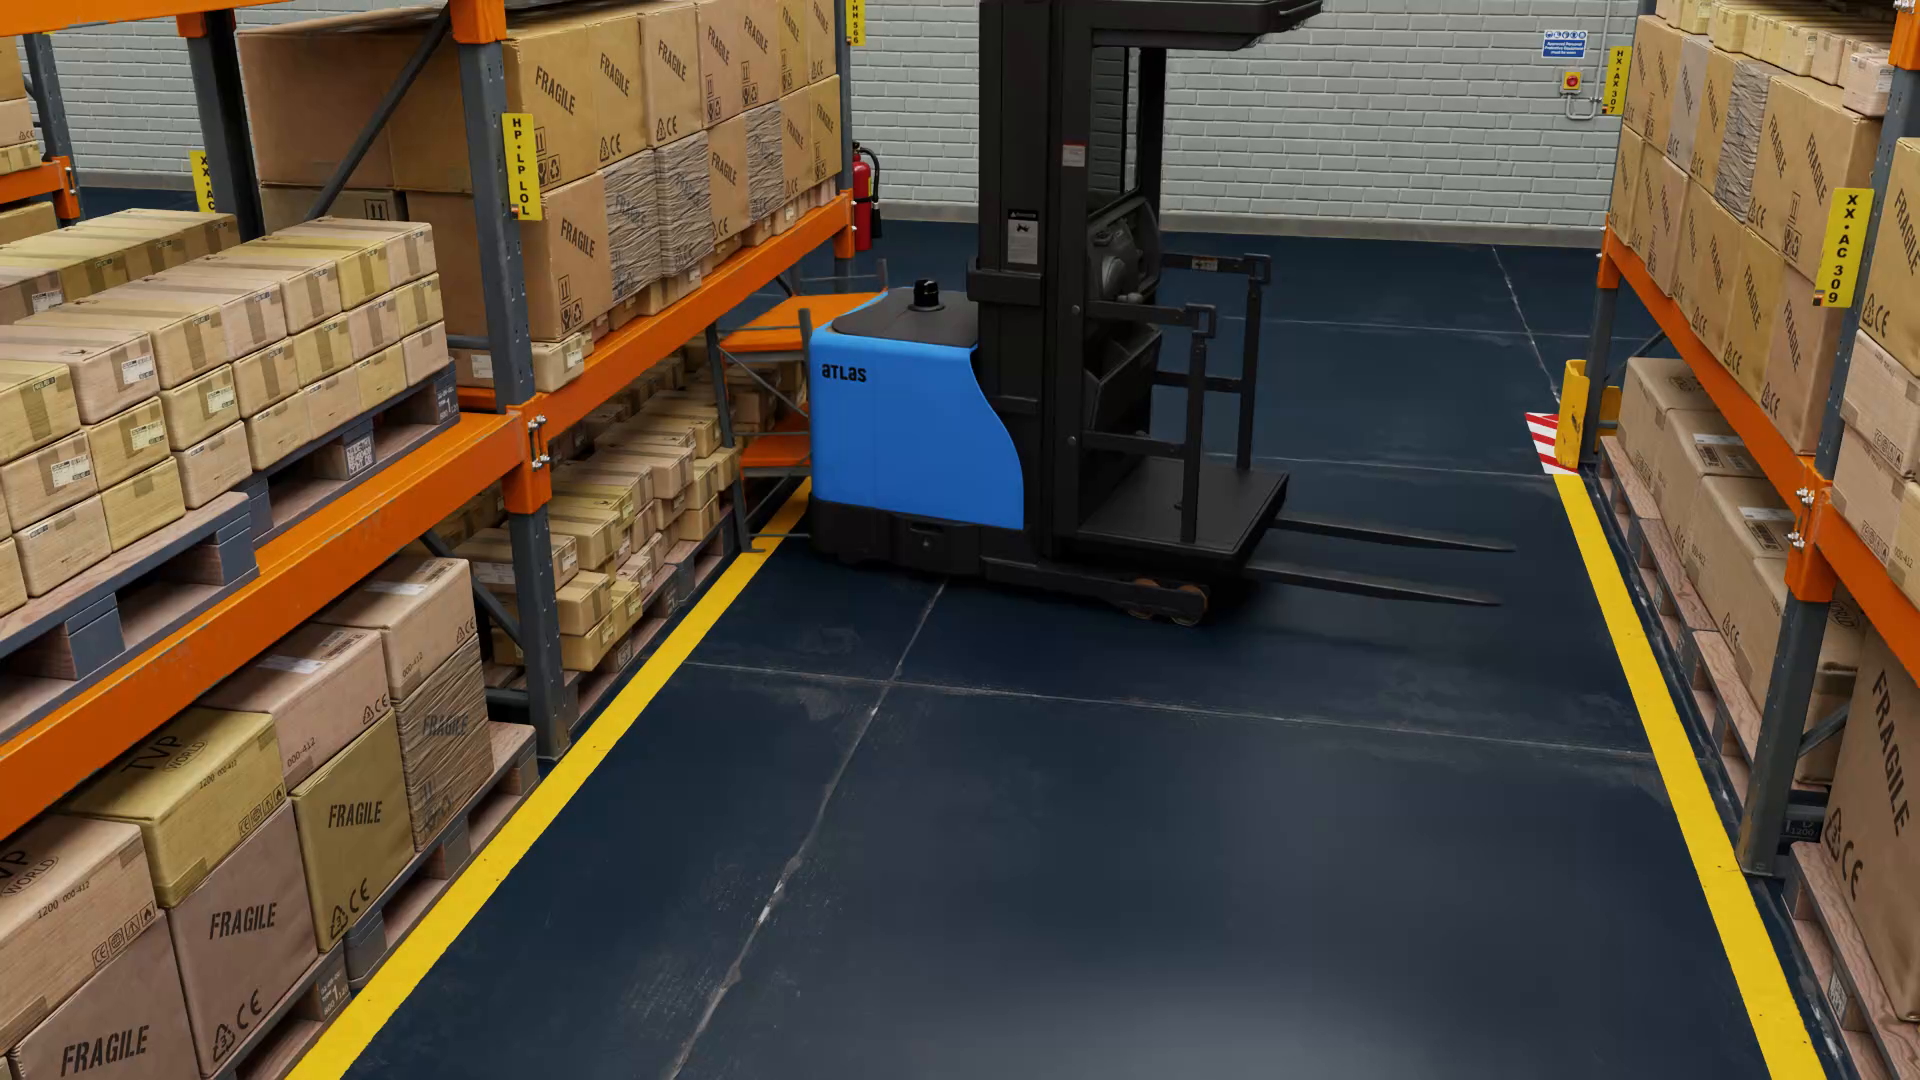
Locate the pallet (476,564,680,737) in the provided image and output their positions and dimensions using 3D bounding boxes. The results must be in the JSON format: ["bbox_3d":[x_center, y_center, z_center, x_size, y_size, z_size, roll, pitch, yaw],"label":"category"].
[{"bbox_3d":[-1.800,0.385,6.615,1.003,0.211,1.213,4,22,11],"label":"pallet"}]

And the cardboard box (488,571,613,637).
[{"bbox_3d":[-1.515,0.221,6.144,0.380,0.149,0.250,5,23,13],"label":"cardboard box"}]

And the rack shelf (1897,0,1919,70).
[{"bbox_3d":[2.556,-0.646,2.390,1.077,0.370,4.000,4,22,11],"label":"rack shelf"}]

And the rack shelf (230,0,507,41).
[{"bbox_3d":[-1.495,-2.449,6.867,1.077,0.370,4.000,4,22,11],"label":"rack shelf"}]

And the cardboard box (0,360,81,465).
[{"bbox_3d":[-2.114,-0.277,3.505,0.380,0.149,0.250,4,22,10],"label":"cardboard box"}]

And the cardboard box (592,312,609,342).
[{"bbox_3d":[-1.542,-0.824,6.220,0.380,0.149,0.250,3,22,9],"label":"cardboard box"}]

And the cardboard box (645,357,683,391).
[{"bbox_3d":[-1.611,-0.816,8.323,0.380,0.149,0.250,3,22,8],"label":"cardboard box"}]

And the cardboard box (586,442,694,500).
[{"bbox_3d":[-1.349,-0.295,7.029,0.380,0.149,0.250,5,22,12],"label":"cardboard box"}]

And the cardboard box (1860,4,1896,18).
[{"bbox_3d":[3.696,-1.976,6.405,0.380,0.149,0.250,5,22,12],"label":"cardboard box"}]

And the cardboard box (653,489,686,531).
[{"bbox_3d":[-1.400,-0.167,7.109,0.380,0.149,0.250,6,23,13],"label":"cardboard box"}]

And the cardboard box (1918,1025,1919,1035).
[{"bbox_3d":[2.739,1.035,3.551,0.875,0.875,0.875,5,22,12],"label":"cardboard box"}]

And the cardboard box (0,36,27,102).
[{"bbox_3d":[-5.764,-2.756,9.480,0.500,0.500,0.500,5,22,12],"label":"cardboard box"}]

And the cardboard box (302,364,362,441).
[{"bbox_3d":[-1.895,-0.392,4.586,0.380,0.149,0.250,4,22,11],"label":"cardboard box"}]

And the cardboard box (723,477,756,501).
[{"bbox_3d":[-1.185,-0.307,7.855,0.380,0.149,0.250,5,22,12],"label":"cardboard box"}]

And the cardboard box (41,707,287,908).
[{"bbox_3d":[-2.019,0.630,4.055,0.500,0.250,0.500,3,22,9],"label":"cardboard box"}]

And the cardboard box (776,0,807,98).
[{"bbox_3d":[-1.040,-2.399,7.926,0.500,0.500,0.500,4,22,9],"label":"cardboard box"}]

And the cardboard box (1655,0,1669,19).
[{"bbox_3d":[3.437,-2.485,7.668,0.380,0.149,0.250,5,22,12],"label":"cardboard box"}]

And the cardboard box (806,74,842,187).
[{"bbox_3d":[-0.926,-2.123,8.579,0.500,0.500,0.500,5,22,12],"label":"cardboard box"}]

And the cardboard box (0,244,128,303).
[{"bbox_3d":[-2.539,-0.709,4.577,0.380,0.149,0.250,5,22,11],"label":"cardboard box"}]

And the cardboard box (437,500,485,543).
[{"bbox_3d":[-2.072,-0.055,6.432,0.380,0.149,0.250,5,22,12],"label":"cardboard box"}]

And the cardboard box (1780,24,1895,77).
[{"bbox_3d":[2.986,-1.634,5.556,0.380,0.149,0.250,4,22,11],"label":"cardboard box"}]

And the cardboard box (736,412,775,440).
[{"bbox_3d":[-1.112,-0.538,8.030,0.380,0.149,0.250,5,22,12],"label":"cardboard box"}]

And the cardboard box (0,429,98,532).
[{"bbox_3d":[-2.111,-0.145,3.574,0.380,0.149,0.250,5,23,13],"label":"cardboard box"}]

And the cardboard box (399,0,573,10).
[{"bbox_3d":[-1.853,-1.876,6.627,0.500,0.500,0.500,5,22,12],"label":"cardboard box"}]

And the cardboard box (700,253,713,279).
[{"bbox_3d":[-1.294,-1.209,7.177,0.380,0.149,0.250,5,23,13],"label":"cardboard box"}]

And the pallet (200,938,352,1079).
[{"bbox_3d":[-2.307,1.366,4.180,1.003,0.211,1.213,4,22,11],"label":"pallet"}]

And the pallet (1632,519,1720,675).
[{"bbox_3d":[3.442,0.254,6.940,1.003,0.211,1.213,4,22,11],"label":"pallet"}]

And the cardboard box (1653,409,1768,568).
[{"bbox_3d":[3.565,-0.205,7.214,0.875,0.438,0.875,5,22,12],"label":"cardboard box"}]

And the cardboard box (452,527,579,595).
[{"bbox_3d":[-1.630,0.081,6.094,0.380,0.149,0.250,5,23,13],"label":"cardboard box"}]

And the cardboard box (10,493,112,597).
[{"bbox_3d":[-2.107,-0.004,3.622,0.380,0.149,0.250,4,22,9],"label":"cardboard box"}]

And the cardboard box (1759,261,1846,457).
[{"bbox_3d":[2.808,-0.555,5.083,0.500,0.500,0.500,5,22,11],"label":"cardboard box"}]

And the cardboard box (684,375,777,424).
[{"bbox_3d":[-1.098,-0.674,7.970,0.380,0.149,0.250,5,23,13],"label":"cardboard box"}]

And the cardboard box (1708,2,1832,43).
[{"bbox_3d":[3.157,-2.012,6.493,0.380,0.149,0.250,5,22,11],"label":"cardboard box"}]

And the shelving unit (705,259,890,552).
[{"bbox_3d":[-0.687,-0.656,7.907,0.538,1.125,1.048,0,21,18],"label":"shelving unit"}]

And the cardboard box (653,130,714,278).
[{"bbox_3d":[-1.323,-1.369,6.706,0.500,0.500,0.500,4,22,10],"label":"cardboard box"}]

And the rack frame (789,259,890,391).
[{"bbox_3d":[-0.542,-0.837,8.359,0.500,1.125,0.032,0,21,18],"label":"rack frame"}]

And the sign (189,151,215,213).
[{"bbox_3d":[-2.435,-1.100,5.411,0.100,0.325,0.005,4,22,11],"label":"sign"}]

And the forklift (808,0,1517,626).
[{"bbox_3d":[0.882,-1.225,6.973,3.031,2.935,1.130,9,24,20],"label":"forklift"}]

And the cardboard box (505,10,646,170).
[{"bbox_3d":[-1.481,-1.645,6.053,0.500,0.500,0.500,4,22,9],"label":"cardboard box"}]

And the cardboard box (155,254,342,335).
[{"bbox_3d":[-1.902,-0.660,4.455,0.380,0.149,0.250,4,22,9],"label":"cardboard box"}]

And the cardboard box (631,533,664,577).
[{"bbox_3d":[-1.457,0.070,6.918,0.380,0.149,0.250,4,22,10],"label":"cardboard box"}]

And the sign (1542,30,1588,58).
[{"bbox_3d":[4.873,-3.998,13.403,0.327,0.218,0.001,4,22,11],"label":"sign"}]

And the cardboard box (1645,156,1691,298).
[{"bbox_3d":[3.204,-1.303,6.941,0.500,0.500,0.500,4,22,11],"label":"cardboard box"}]

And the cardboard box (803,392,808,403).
[{"bbox_3d":[-0.943,-0.685,8.794,0.380,0.149,0.250,5,23,13],"label":"cardboard box"}]

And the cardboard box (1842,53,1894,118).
[{"bbox_3d":[2.715,-1.268,4.645,0.380,0.149,0.250,4,22,10],"label":"cardboard box"}]

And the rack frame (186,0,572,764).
[{"bbox_3d":[-1.903,-0.660,5.477,1.000,3.000,0.127,4,22,11],"label":"rack frame"}]

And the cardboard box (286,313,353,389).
[{"bbox_3d":[-1.897,-0.529,4.527,0.380,0.149,0.250,5,23,13],"label":"cardboard box"}]

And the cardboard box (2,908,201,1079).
[{"bbox_3d":[-2.125,1.156,3.752,0.500,0.500,0.500,4,22,10],"label":"cardboard box"}]

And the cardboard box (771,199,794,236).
[{"bbox_3d":[-1.029,-1.590,8.122,0.380,0.149,0.250,5,22,12],"label":"cardboard box"}]

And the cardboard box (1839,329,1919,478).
[{"bbox_3d":[2.598,-0.343,4.221,0.500,0.250,0.500,4,22,9],"label":"cardboard box"}]

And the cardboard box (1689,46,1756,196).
[{"bbox_3d":[3.106,-1.578,6.284,0.500,0.500,0.500,5,22,11],"label":"cardboard box"}]

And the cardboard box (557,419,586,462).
[{"bbox_3d":[-1.891,-0.441,7.391,0.380,0.149,0.250,4,22,9],"label":"cardboard box"}]

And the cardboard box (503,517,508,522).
[{"bbox_3d":[-1.922,-0.093,6.926,0.380,0.149,0.250,5,22,11],"label":"cardboard box"}]
